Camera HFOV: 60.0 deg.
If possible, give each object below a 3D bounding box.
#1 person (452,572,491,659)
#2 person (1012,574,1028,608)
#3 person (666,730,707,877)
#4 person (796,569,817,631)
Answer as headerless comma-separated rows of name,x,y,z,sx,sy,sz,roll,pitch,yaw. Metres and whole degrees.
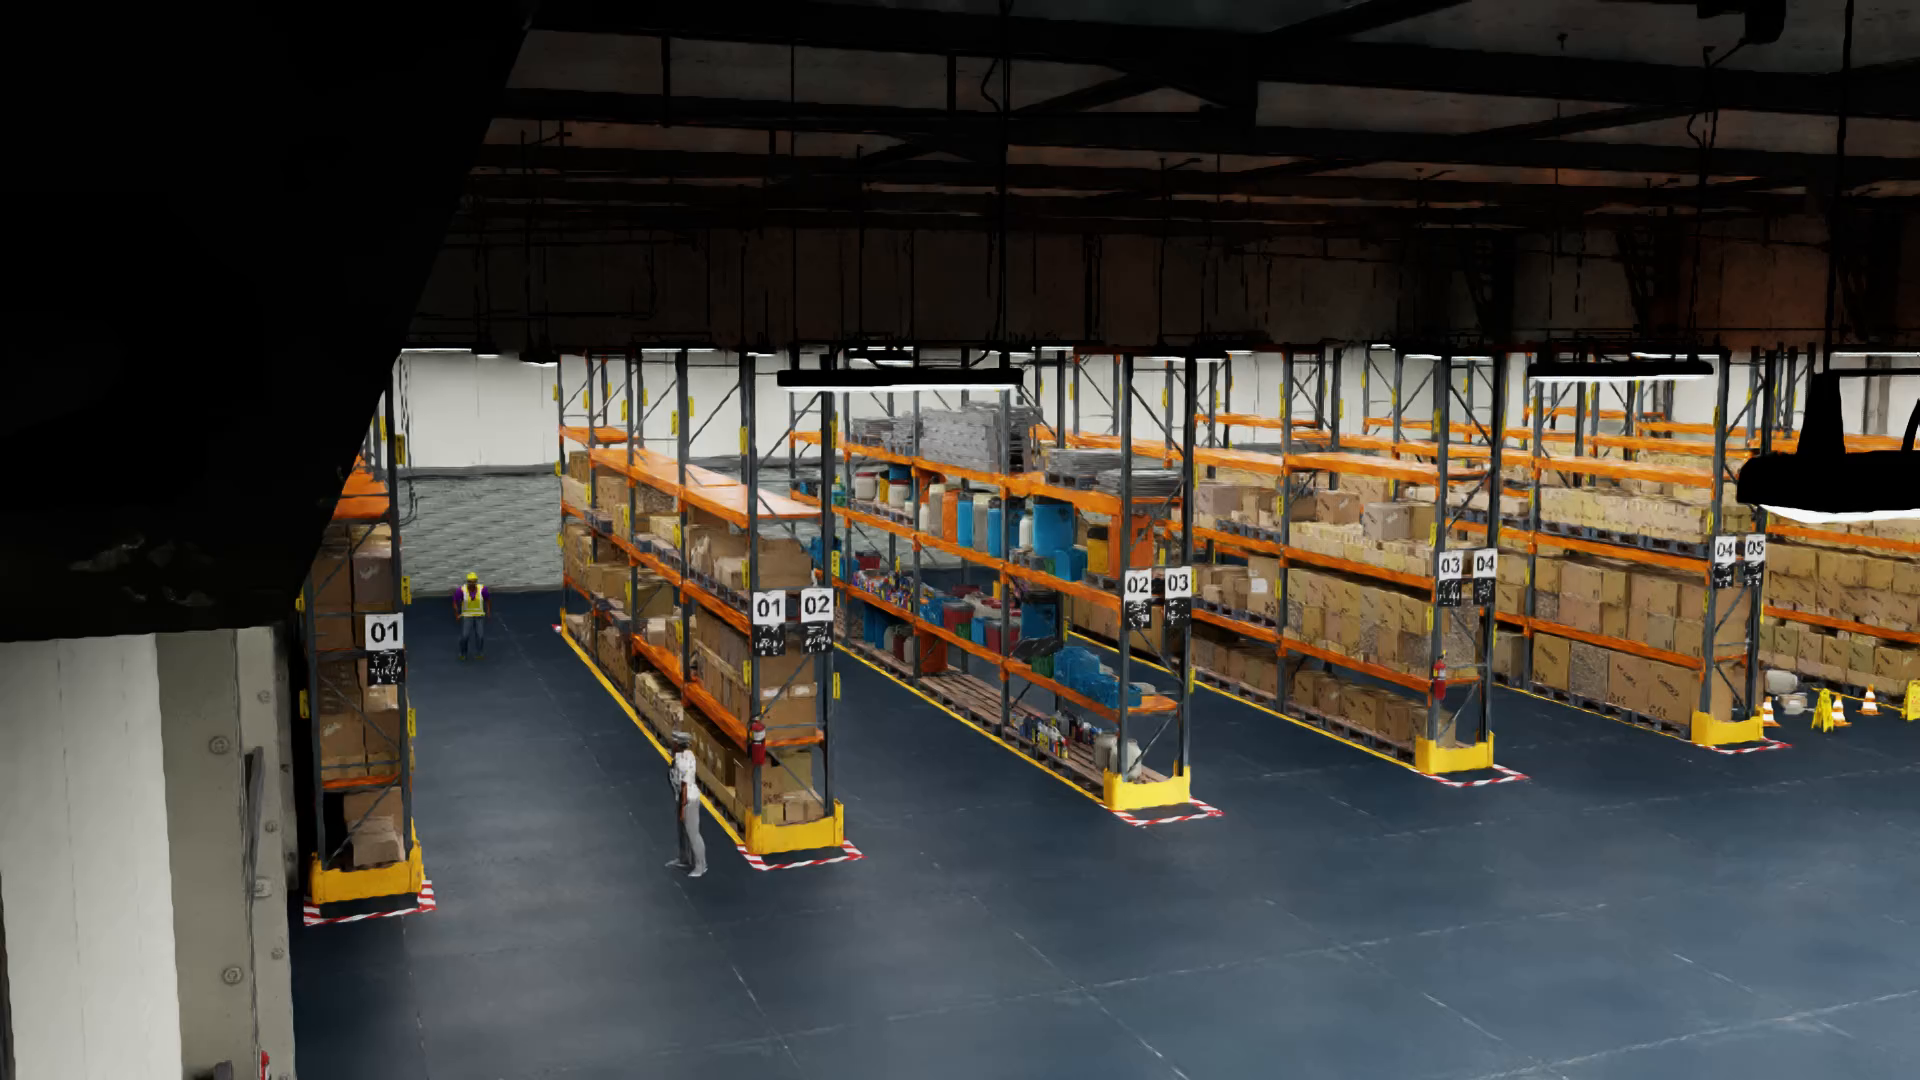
person,-9.346,1.448,31.859,0.719,1.714,0.578,-3,8,-23
person,1.237,1.077,35.068,0.536,1.587,0.557,-1,7,-8
person,-3.205,3.044,19.367,0.471,1.660,0.625,-1,7,-10
person,-3.261,1.062,35.056,0.505,1.640,0.913,-1,7,-5
